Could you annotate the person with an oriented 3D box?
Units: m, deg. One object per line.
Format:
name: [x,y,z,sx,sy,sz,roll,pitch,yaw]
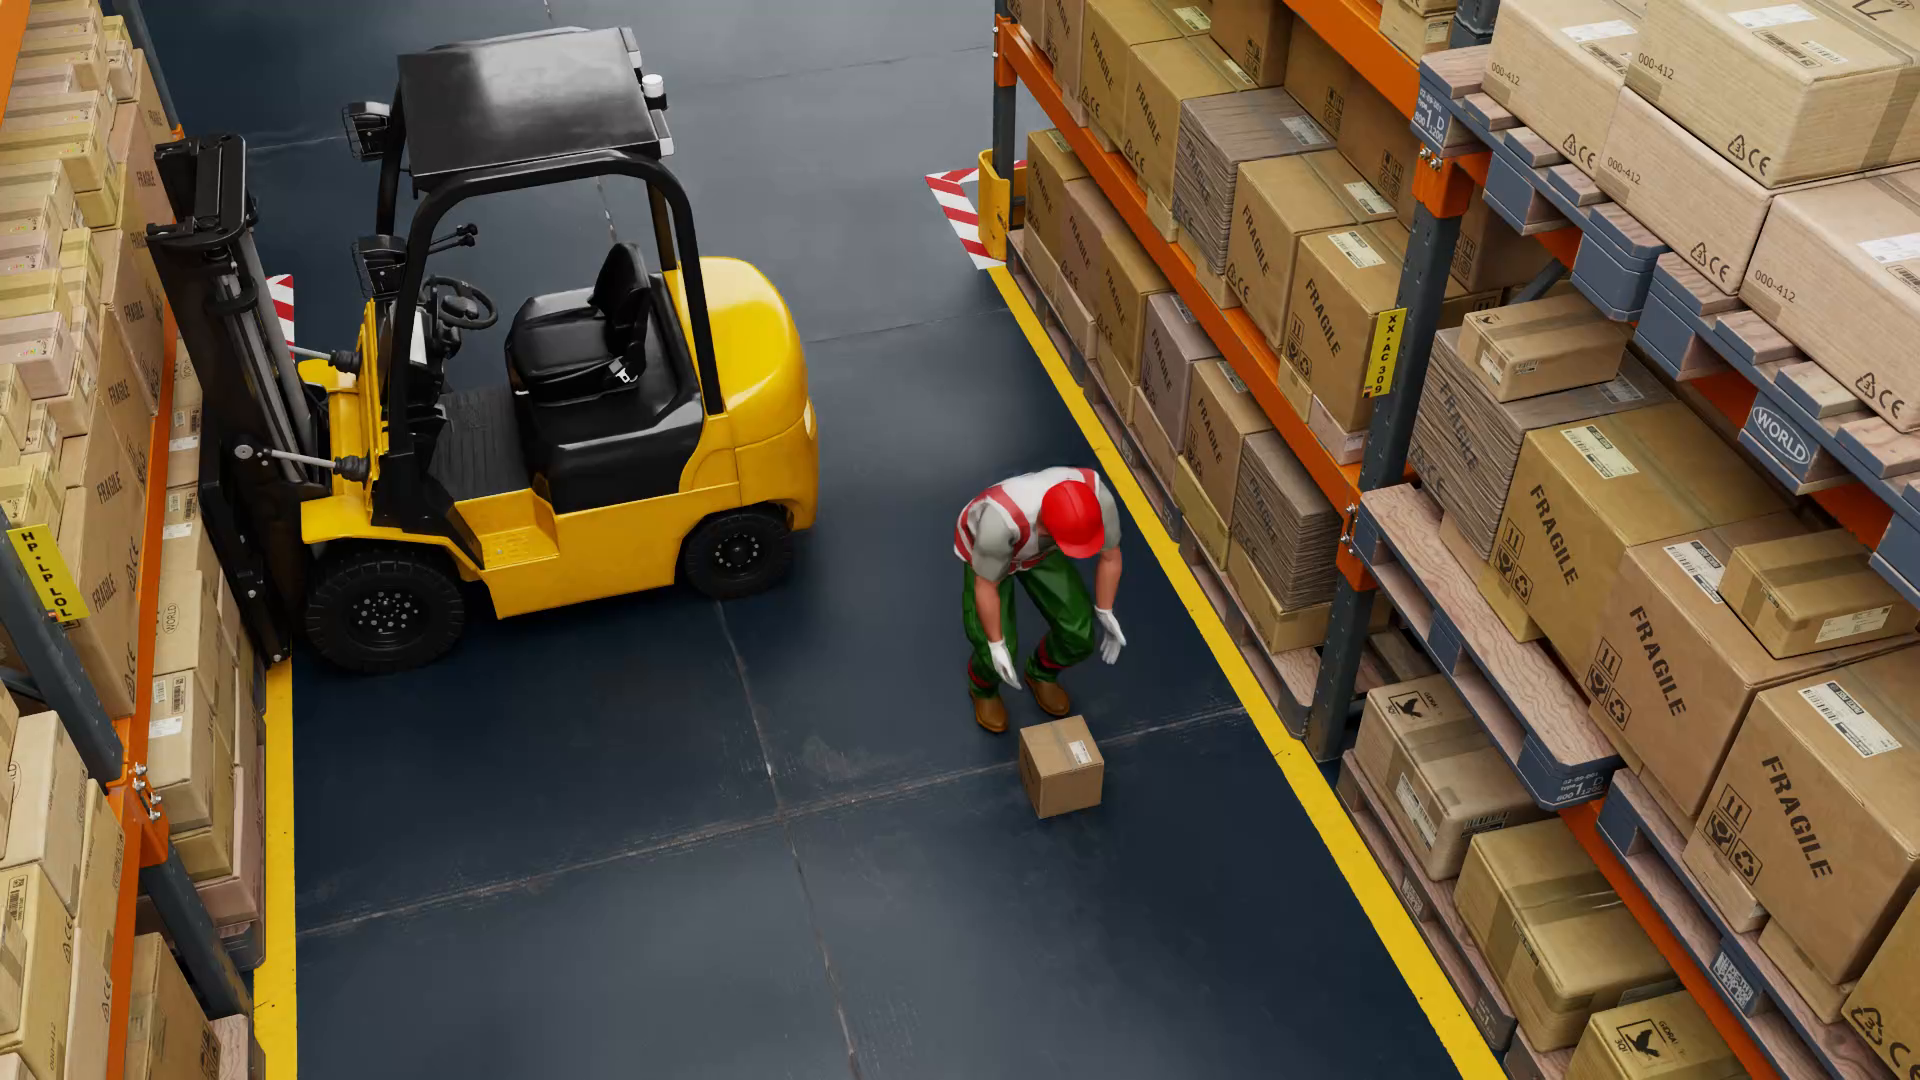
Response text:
person: [0.296,0.173,6.254,0.584,1.381,0.782,-13,43,-14]
